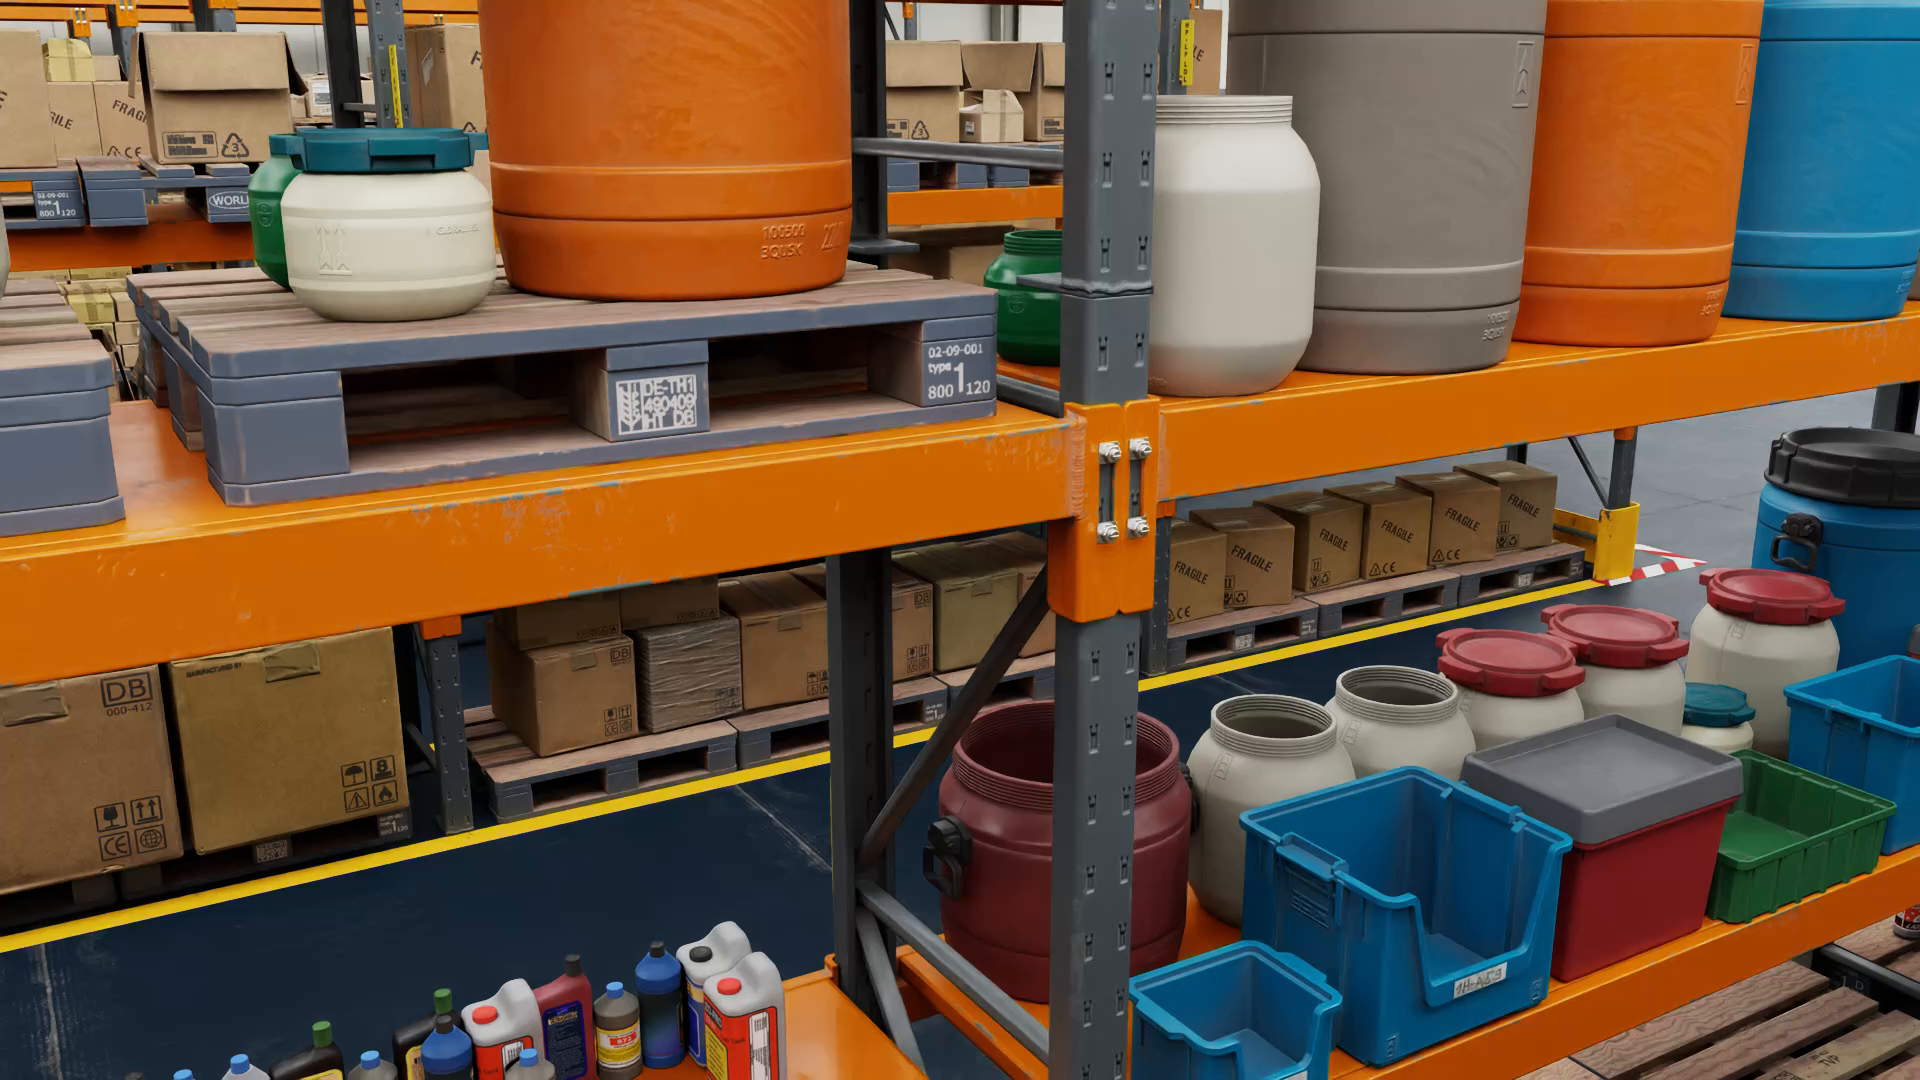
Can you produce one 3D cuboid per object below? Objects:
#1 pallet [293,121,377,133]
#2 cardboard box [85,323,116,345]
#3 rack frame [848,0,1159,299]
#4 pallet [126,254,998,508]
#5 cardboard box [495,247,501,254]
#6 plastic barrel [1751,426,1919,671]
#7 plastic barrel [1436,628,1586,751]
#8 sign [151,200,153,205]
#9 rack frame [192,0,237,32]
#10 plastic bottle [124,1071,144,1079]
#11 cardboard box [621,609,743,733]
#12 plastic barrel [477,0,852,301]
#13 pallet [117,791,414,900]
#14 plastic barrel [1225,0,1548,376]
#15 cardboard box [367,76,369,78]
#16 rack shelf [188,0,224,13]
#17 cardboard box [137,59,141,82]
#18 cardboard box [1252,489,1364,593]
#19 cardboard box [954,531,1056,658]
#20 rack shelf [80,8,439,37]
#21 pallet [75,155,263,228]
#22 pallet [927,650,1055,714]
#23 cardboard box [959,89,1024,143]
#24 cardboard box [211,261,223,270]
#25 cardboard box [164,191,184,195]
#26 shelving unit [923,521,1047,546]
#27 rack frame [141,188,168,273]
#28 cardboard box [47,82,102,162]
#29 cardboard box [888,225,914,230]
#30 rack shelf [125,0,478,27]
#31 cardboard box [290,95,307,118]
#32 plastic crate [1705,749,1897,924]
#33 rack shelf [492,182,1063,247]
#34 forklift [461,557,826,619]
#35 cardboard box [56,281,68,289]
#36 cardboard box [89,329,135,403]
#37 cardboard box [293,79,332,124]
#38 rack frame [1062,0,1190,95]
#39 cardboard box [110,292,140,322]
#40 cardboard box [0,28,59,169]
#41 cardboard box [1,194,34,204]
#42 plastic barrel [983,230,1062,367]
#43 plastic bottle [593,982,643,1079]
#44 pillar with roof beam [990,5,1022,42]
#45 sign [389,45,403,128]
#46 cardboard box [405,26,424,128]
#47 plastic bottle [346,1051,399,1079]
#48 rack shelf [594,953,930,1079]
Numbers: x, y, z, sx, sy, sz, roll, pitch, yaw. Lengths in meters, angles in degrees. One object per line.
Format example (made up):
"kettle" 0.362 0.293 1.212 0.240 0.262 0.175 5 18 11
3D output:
"pallet" -4.486 -2.831 11.746 1.003 0.211 1.213 -8 18 -27
"cardboard box" -5.652 -1.352 10.812 0.250 0.149 0.380 -9 18 -28
"rack frame" 0.008 -1.957 2.721 0.127 3.000 1.000 -9 18 -30
"pallet" -0.698 -0.338 2.852 1.213 0.211 1.003 -9 18 -30
"cardboard box" -3.749 -2.108 12.336 0.500 0.500 0.700 -10 18 -31
"plastic barrel" 2.949 0.117 5.505 0.708 0.901 0.600 -9 18 -30
"plastic barrel" 1.504 0.554 4.624 0.433 0.535 0.433 0 16 0
"sign" -7.358 -2.937 15.185 0.005 0.325 0.100 -9 18 -30
"rack frame" -5.011 -4.265 10.953 0.127 3.000 1.000 -9 18 -30
"plastic bottle" -1.544 1.123 3.063 0.133 0.283 0.061 -9 18 -30
"cardboard box" -1.510 0.599 8.531 0.500 0.500 0.700 -11 19 -34
"plastic barrel" -0.480 -0.844 2.732 0.708 0.830 0.600 -9 18 -30
"pallet" -3.258 1.220 7.666 1.213 0.211 1.003 -9 18 -30
"plastic barrel" 0.823 -0.818 3.286 0.600 0.901 0.600 0 16 0
"cardboard box" -7.272 -5.706 20.853 0.500 0.311 0.500 -10 18 -31
"rack shelf" -6.725 -3.448 10.112 4.000 0.370 1.077 -9 18 -30
"cardboard box" -5.224 -3.121 10.826 0.258 0.266 0.396 -9 18 -30
"cardboard box" 2.228 -0.002 10.711 0.500 0.500 0.500 -11 19 -35
"cardboard box" 0.348 0.301 9.593 0.500 0.500 0.700 -11 19 -34
"rack shelf" -8.492 -6.283 20.226 4.000 0.370 1.077 -9 18 -30
"pallet" -3.068 -1.466 6.876 1.003 0.211 1.213 -8 18 -27
"pallet" 0.219 0.681 9.591 1.213 0.211 1.003 -9 18 -30
"cardboard box" 0.131 -2.199 8.610 0.258 0.266 0.396 -8 18 -28
"cardboard box" -7.013 -2.622 15.895 0.250 0.149 0.380 -11 19 -33
"cardboard box" -9.611 -4.192 20.420 0.250 0.149 0.380 -9 18 -30
"shelving unit" 0.073 -0.734 12.250 1.048 1.500 0.538 -9 18 -30
"rack frame" -7.647 -2.508 15.798 0.127 3.000 1.000 -9 18 -30
"cardboard box" -5.791 -2.658 10.592 0.500 0.500 0.500 -9 18 -30
"cardboard box" -0.837 -2.671 14.103 0.550 0.550 0.875 -9 18 -30
"rack shelf" -5.932 -5.135 16.131 4.000 0.370 1.077 -9 18 -30
"cardboard box" -4.642 -2.959 11.355 0.250 0.149 0.380 -10 19 -32
"plastic crate" 2.089 0.785 4.446 0.662 0.188 0.450 -9 18 -30
"rack shelf" -0.829 -1.591 8.302 4.000 0.370 1.077 -9 18 -30
"forklift" -2.307 -0.999 10.544 3.031 2.935 1.130 -10 19 -32
"cardboard box" -8.376 -2.230 15.087 0.500 0.250 0.500 -9 18 -29
"cardboard box" -3.738 -0.558 6.799 0.637 0.503 0.797 -9 18 -28
"cardboard box" -6.354 -4.220 16.159 0.637 0.503 0.797 -9 18 -30
"rack frame" 0.886 -3.659 8.792 0.127 3.000 1.000 -9 18 -30
"cardboard box" -5.411 -1.535 10.915 0.250 0.149 0.380 -9 18 -30
"cardboard box" -3.723 -1.668 6.281 0.500 0.500 0.500 -8 18 -27
"cardboard box" -8.391 -2.831 14.916 0.500 0.500 0.500 -9 18 -29
"plastic barrel" 0.193 -0.484 3.311 0.294 0.245 0.294 0 16 0
"plastic bottle" -0.727 1.036 3.526 0.097 0.201 0.097 0 16 0
"pillar with roof beam" 2.950 -7.606 22.871 0.400 9.000 9.100 -9 18 -30
"sign" -2.264 -1.817 6.671 0.005 0.325 0.100 -9 18 -30
"cardboard box" -2.263 -2.072 7.576 0.500 0.500 0.500 -9 18 -28
"plastic bottle" -1.154 1.105 3.279 0.097 0.201 0.097 0 16 0
"rack shelf" -1.707 1.556 2.636 4.000 0.370 1.077 -9 18 -30
